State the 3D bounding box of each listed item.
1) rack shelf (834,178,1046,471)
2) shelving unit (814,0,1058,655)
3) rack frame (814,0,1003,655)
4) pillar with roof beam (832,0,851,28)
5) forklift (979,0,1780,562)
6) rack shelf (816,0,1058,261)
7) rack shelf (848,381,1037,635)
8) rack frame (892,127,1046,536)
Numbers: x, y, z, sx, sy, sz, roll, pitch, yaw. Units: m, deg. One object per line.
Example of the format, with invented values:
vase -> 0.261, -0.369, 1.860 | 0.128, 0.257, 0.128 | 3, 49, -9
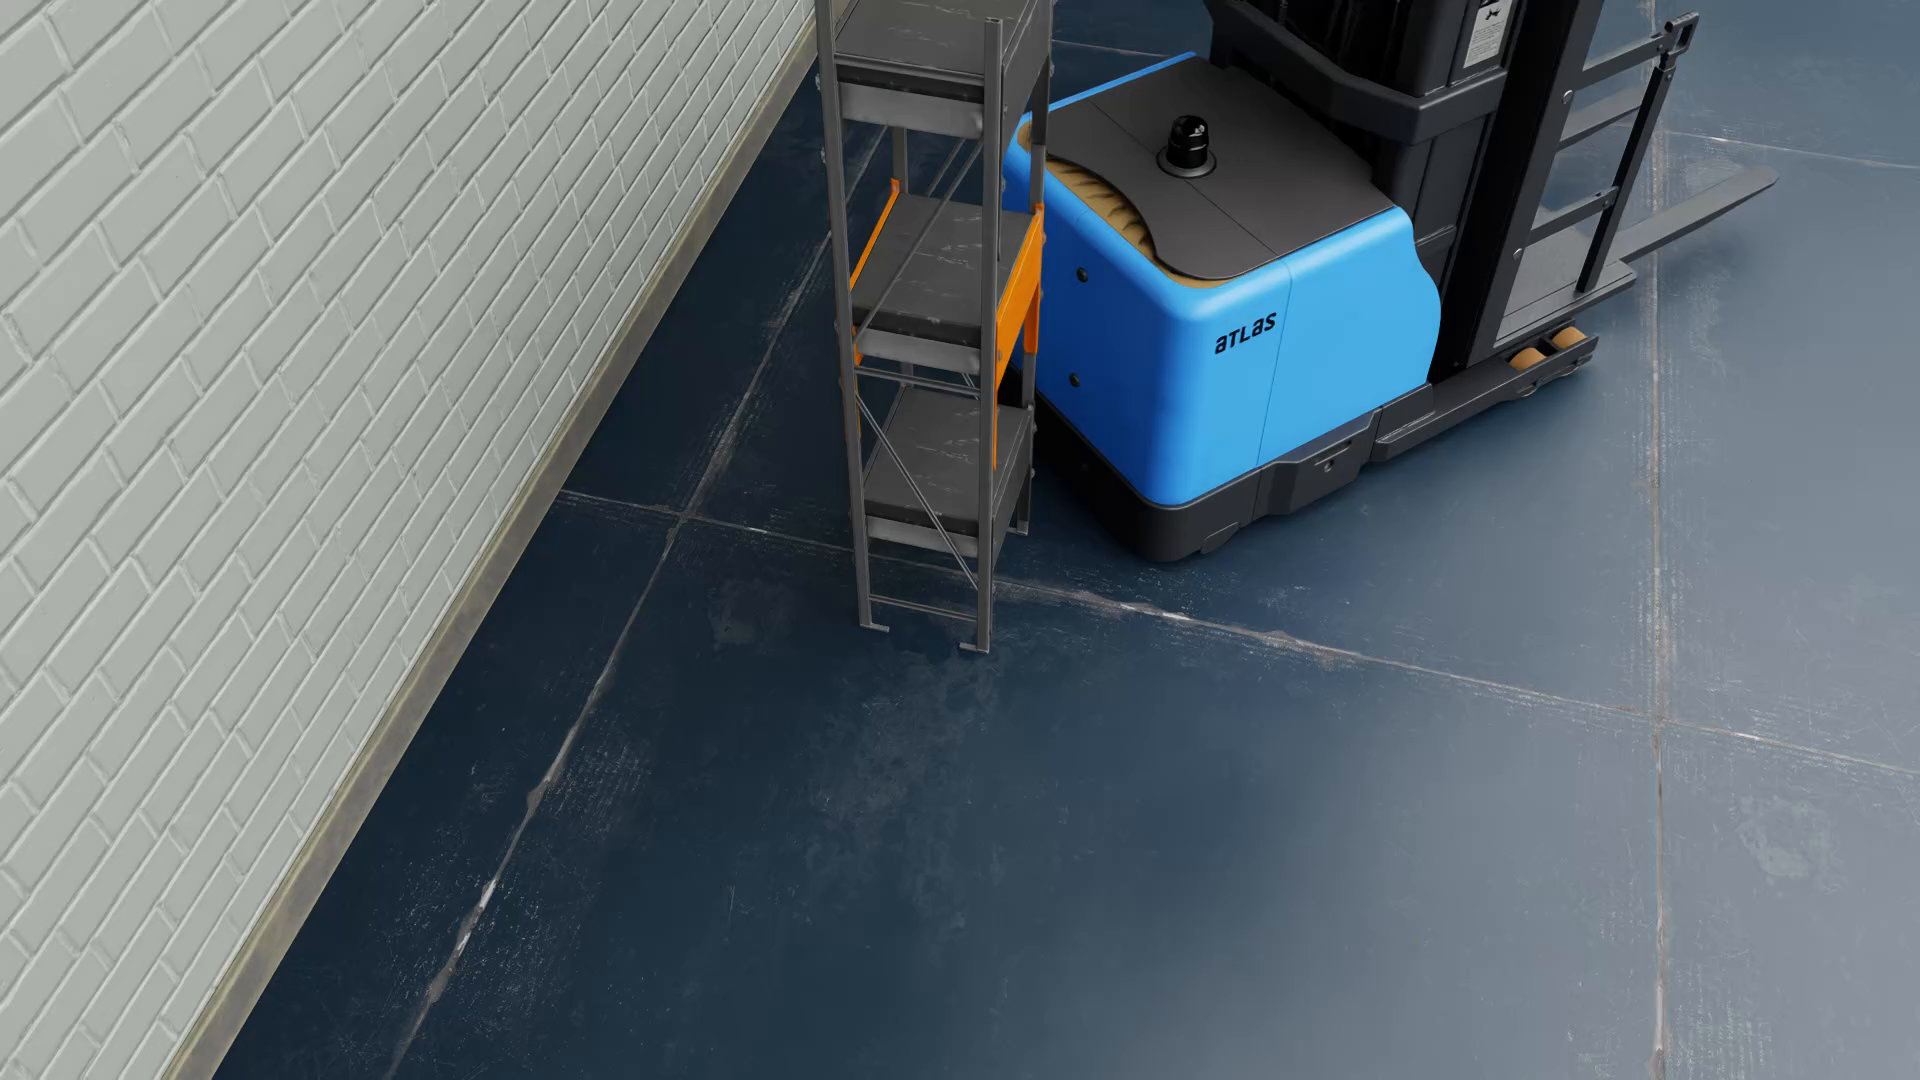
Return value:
rack shelf -> -0.044, -0.566, 4.367 | 0.431, 0.518, 0.480 | 12, 50, 10
shelving unit -> -0.044, -0.575, 4.357 | 0.431, 2.100, 0.503 | 12, 50, 10
rack frame -> -0.108, -0.399, 4.201 | 0.400, 2.100, 0.015 | 12, 50, 10
pillar with roof beam -> 3.758, -4.439, 3.166 | 9.100, 9.000, 0.400 | 12, 50, 10
forklift -> 1.580, -1.768, 4.856 | 3.031, 2.935, 1.130 | -26, 53, -21
rack shelf -> -0.044, -1.029, 3.842 | 0.431, 0.518, 0.480 | 12, 50, 10
rack shelf -> -0.044, -0.103, 4.892 | 0.431, 0.518, 0.480 | 12, 50, 10
rack frame -> 0.021, -0.752, 4.513 | 0.400, 2.100, 0.015 | 12, 50, 10
